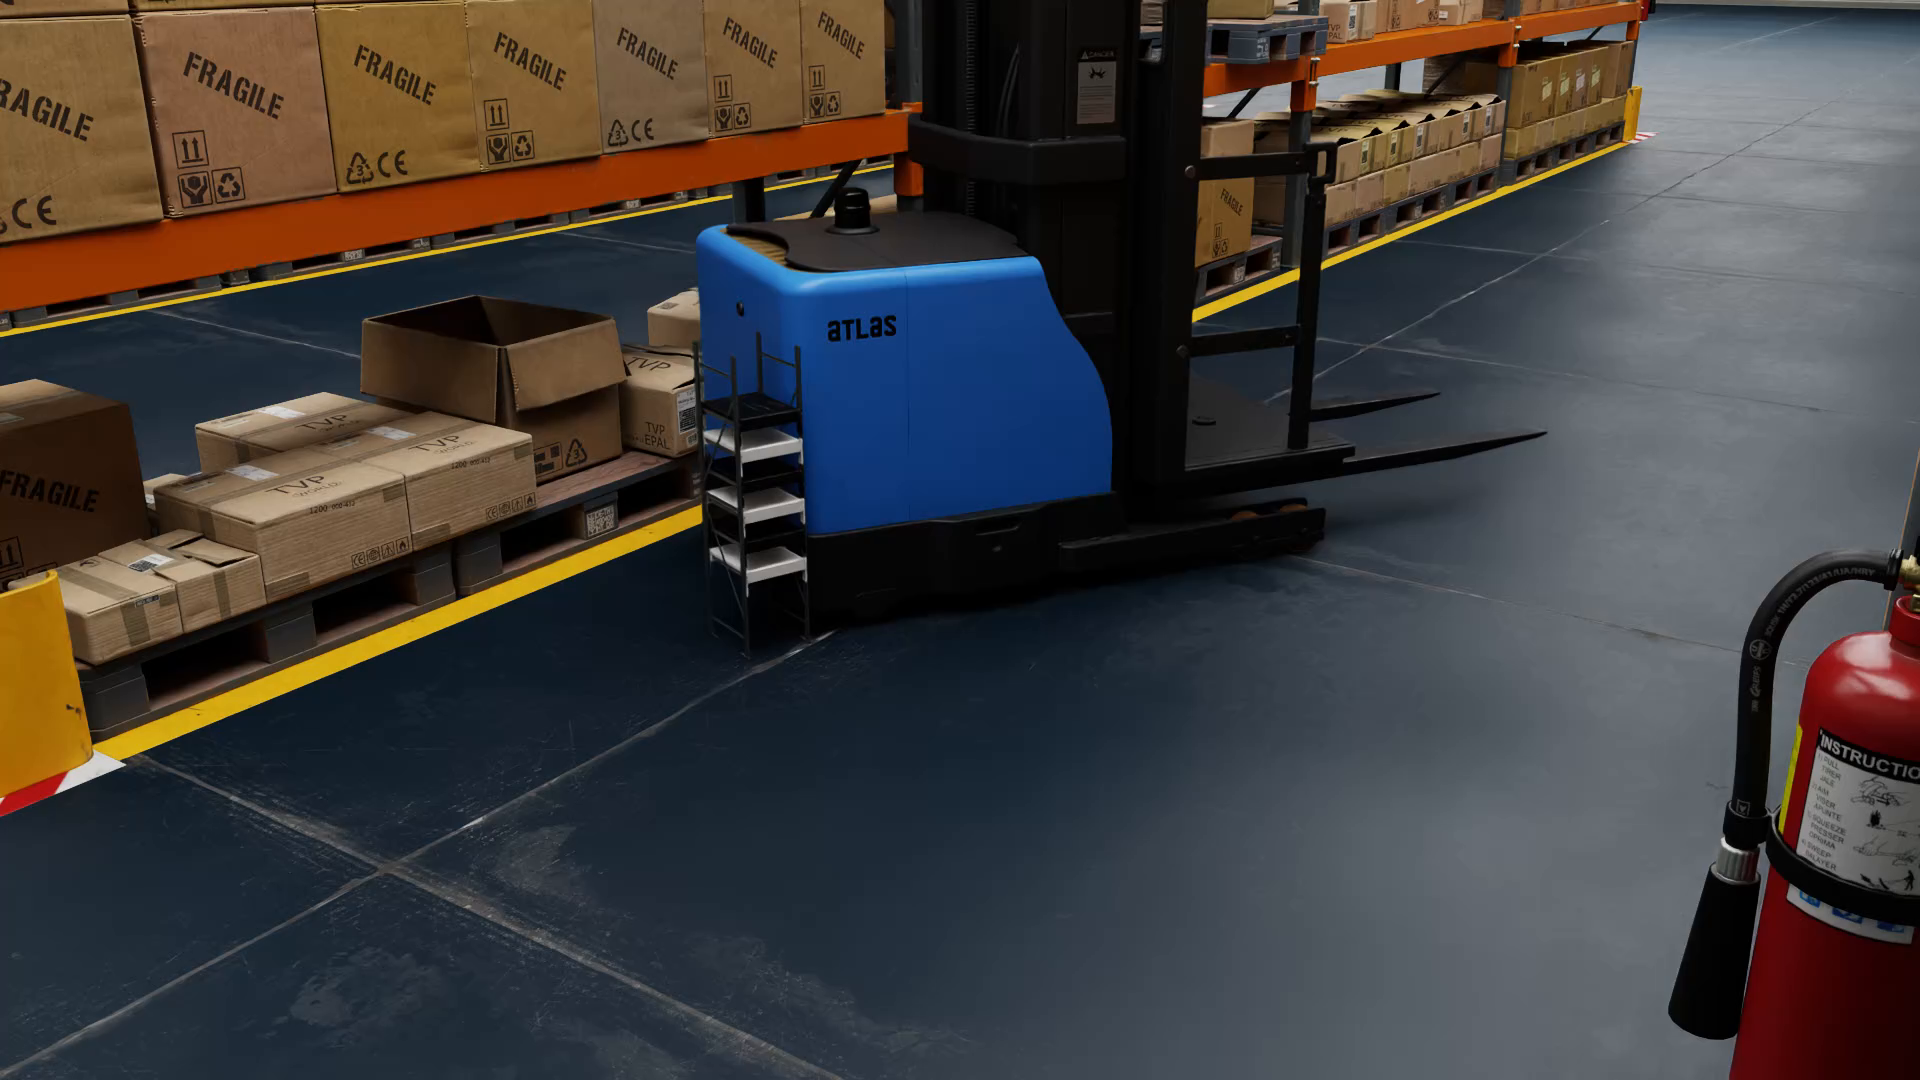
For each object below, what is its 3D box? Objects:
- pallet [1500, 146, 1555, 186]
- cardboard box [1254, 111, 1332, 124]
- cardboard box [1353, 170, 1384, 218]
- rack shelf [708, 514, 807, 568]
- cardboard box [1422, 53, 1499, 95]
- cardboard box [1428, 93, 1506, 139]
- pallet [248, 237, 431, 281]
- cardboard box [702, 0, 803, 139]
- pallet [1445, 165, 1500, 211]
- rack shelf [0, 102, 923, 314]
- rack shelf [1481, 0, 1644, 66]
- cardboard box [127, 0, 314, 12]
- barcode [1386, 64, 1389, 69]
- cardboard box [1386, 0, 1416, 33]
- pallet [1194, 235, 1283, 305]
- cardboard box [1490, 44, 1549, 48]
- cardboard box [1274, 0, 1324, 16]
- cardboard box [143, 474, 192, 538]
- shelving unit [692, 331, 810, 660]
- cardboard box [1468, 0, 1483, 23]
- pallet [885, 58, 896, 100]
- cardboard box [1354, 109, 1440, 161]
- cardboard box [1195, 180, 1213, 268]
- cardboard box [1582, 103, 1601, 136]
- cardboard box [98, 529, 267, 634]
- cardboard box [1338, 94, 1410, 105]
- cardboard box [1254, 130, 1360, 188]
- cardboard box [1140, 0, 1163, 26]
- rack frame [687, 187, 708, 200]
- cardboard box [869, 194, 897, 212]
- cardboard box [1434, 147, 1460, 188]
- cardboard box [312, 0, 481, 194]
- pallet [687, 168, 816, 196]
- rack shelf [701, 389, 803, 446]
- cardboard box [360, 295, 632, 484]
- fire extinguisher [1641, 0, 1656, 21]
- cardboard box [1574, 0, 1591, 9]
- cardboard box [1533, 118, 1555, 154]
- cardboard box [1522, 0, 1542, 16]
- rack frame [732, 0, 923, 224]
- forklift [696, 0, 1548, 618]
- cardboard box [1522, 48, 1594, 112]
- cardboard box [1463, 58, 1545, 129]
[{"bbox_3d":[4.410,-3.250,14.247,1.003,0.211,1.213,13,24,32],"label":"pallet"},{"bbox_3d":[2.343,-2.854,11.705,0.500,0.311,0.500,13,24,31],"label":"cardboard box"},{"bbox_3d":[2.499,-2.335,11.112,0.500,0.250,0.500,13,24,30],"label":"cardboard box"},{"bbox_3d":[-0.600,-0.012,4.857,0.200,0.077,0.258,-14,25,-34],"label":"rack shelf"},{"bbox_3d":[4.299,-3.914,14.299,0.500,0.500,0.500,13,24,32],"label":"cardboard box"},{"bbox_3d":[3.938,-3.336,13.010,0.500,0.311,0.500,13,24,32],"label":"cardboard box"},{"bbox_3d":[-4.195,-1.915,10.638,1.003,0.211,1.213,13,24,32],"label":"pallet"},{"bbox_3d":[-0.926,-1.748,6.022,0.500,0.500,0.500,14,25,33],"label":"cardboard box"},{"bbox_3d":[3.546,-2.811,13.060,1.003,0.211,1.213,13,24,32],"label":"pallet"},{"bbox_3d":[-1.693,-1.131,5.536,1.077,0.370,4.000,13,24,32],"label":"rack shelf"},{"bbox_3d":[5.053,-4.574,14.845,1.077,0.370,4.000,13,24,32],"label":"rack shelf"},{"bbox_3d":[-2.062,-1.638,4.284,0.500,0.500,0.500,14,24,32],"label":"cardboard box"},{"bbox_3d":[3.440,-3.830,13.381,0.001,0.075,0.075,13,24,32],"label":"barcode"},{"bbox_3d":[2.905,-3.873,11.767,0.500,0.500,0.500,13,24,32],"label":"cardboard box"},{"bbox_3d":[1.229,-1.675,9.990,1.003,0.211,1.213,13,24,32],"label":"pallet"},{"bbox_3d":[5.141,-4.344,15.463,0.500,0.500,0.500,13,24,32],"label":"cardboard box"},{"bbox_3d":[1.920,-3.244,10.340,0.500,0.311,0.500,15,25,35],"label":"cardboard box"},{"bbox_3d":[-2.413,-0.075,5.094,0.380,0.166,0.250,13,24,32],"label":"cardboard box"},{"bbox_3d":[-0.600,-0.128,4.814,0.210,0.900,0.258,-14,25,-34],"label":"shelving unit"},{"bbox_3d":[3.688,-4.118,12.789,0.500,0.250,0.500,15,25,35],"label":"cardboard box"},{"bbox_3d":[-0.029,-2.160,7.559,1.003,0.211,1.213,13,24,32],"label":"pallet"},{"bbox_3d":[3.082,-2.899,11.829,0.500,0.311,0.500,13,24,31],"label":"cardboard box"},{"bbox_3d":[1.057,-1.762,9.173,0.500,0.500,0.500,12,24,30],"label":"cardboard box"},{"bbox_3d":[5.569,-3.892,15.321,0.500,0.250,0.500,13,24,32],"label":"cardboard box"},{"bbox_3d":[-2.157,0.103,4.613,0.380,0.166,0.250,13,24,32],"label":"cardboard box"},{"bbox_3d":[3.204,-3.296,12.901,0.500,0.311,0.500,13,24,31],"label":"cardboard box"},{"bbox_3d":[2.217,-2.454,10.624,0.500,0.311,0.500,14,25,34],"label":"cardboard box"},{"bbox_3d":[0.747,-3.006,8.819,0.500,0.500,0.700,-19,28,-41],"label":"cardboard box"},{"bbox_3d":[-2.415,-4.157,12.680,1.000,3.000,0.127,13,24,32],"label":"rack frame"},{"bbox_3d":[-0.244,-1.414,8.233,0.500,0.500,0.500,13,24,32],"label":"cardboard box"},{"bbox_3d":[3.362,-2.778,12.310,0.500,0.250,0.500,14,24,33],"label":"cardboard box"},{"bbox_3d":[-1.780,-1.310,4.839,0.500,0.500,0.500,13,24,32],"label":"cardboard box"},{"bbox_3d":[-1.947,-3.064,13.744,1.003,0.211,1.213,13,24,32],"label":"pallet"},{"bbox_3d":[-0.600,-0.350,4.732,0.200,0.077,0.258,-14,25,-34],"label":"rack shelf"},{"bbox_3d":[-1.621,-0.538,5.860,0.797,0.503,0.637,13,24,32],"label":"cardboard box"},{"bbox_3d":[6.627,-5.393,16.131,0.296,0.674,0.183,13,24,32],"label":"fire extinguisher"},{"bbox_3d":[5.329,-5.108,15.106,0.700,0.500,0.500,13,24,32],"label":"cardboard box"},{"bbox_3d":[4.725,-3.462,14.158,0.500,0.250,0.500,13,24,32],"label":"cardboard box"},{"bbox_3d":[4.464,-4.666,13.911,0.700,0.500,0.500,13,24,31],"label":"cardboard box"},{"bbox_3d":[-0.569,-2.042,6.963,1.000,3.000,0.127,13,24,32],"label":"rack frame"},{"bbox_3d":[0.684,-1.462,5.492,3.031,2.935,1.130,-9,22,-23],"label":"forklift"},{"bbox_3d":[5.289,-4.100,14.802,0.500,0.500,0.500,13,24,32],"label":"cardboard box"},{"bbox_3d":[4.448,-3.669,13.637,0.500,0.500,0.500,13,24,32],"label":"cardboard box"}]
